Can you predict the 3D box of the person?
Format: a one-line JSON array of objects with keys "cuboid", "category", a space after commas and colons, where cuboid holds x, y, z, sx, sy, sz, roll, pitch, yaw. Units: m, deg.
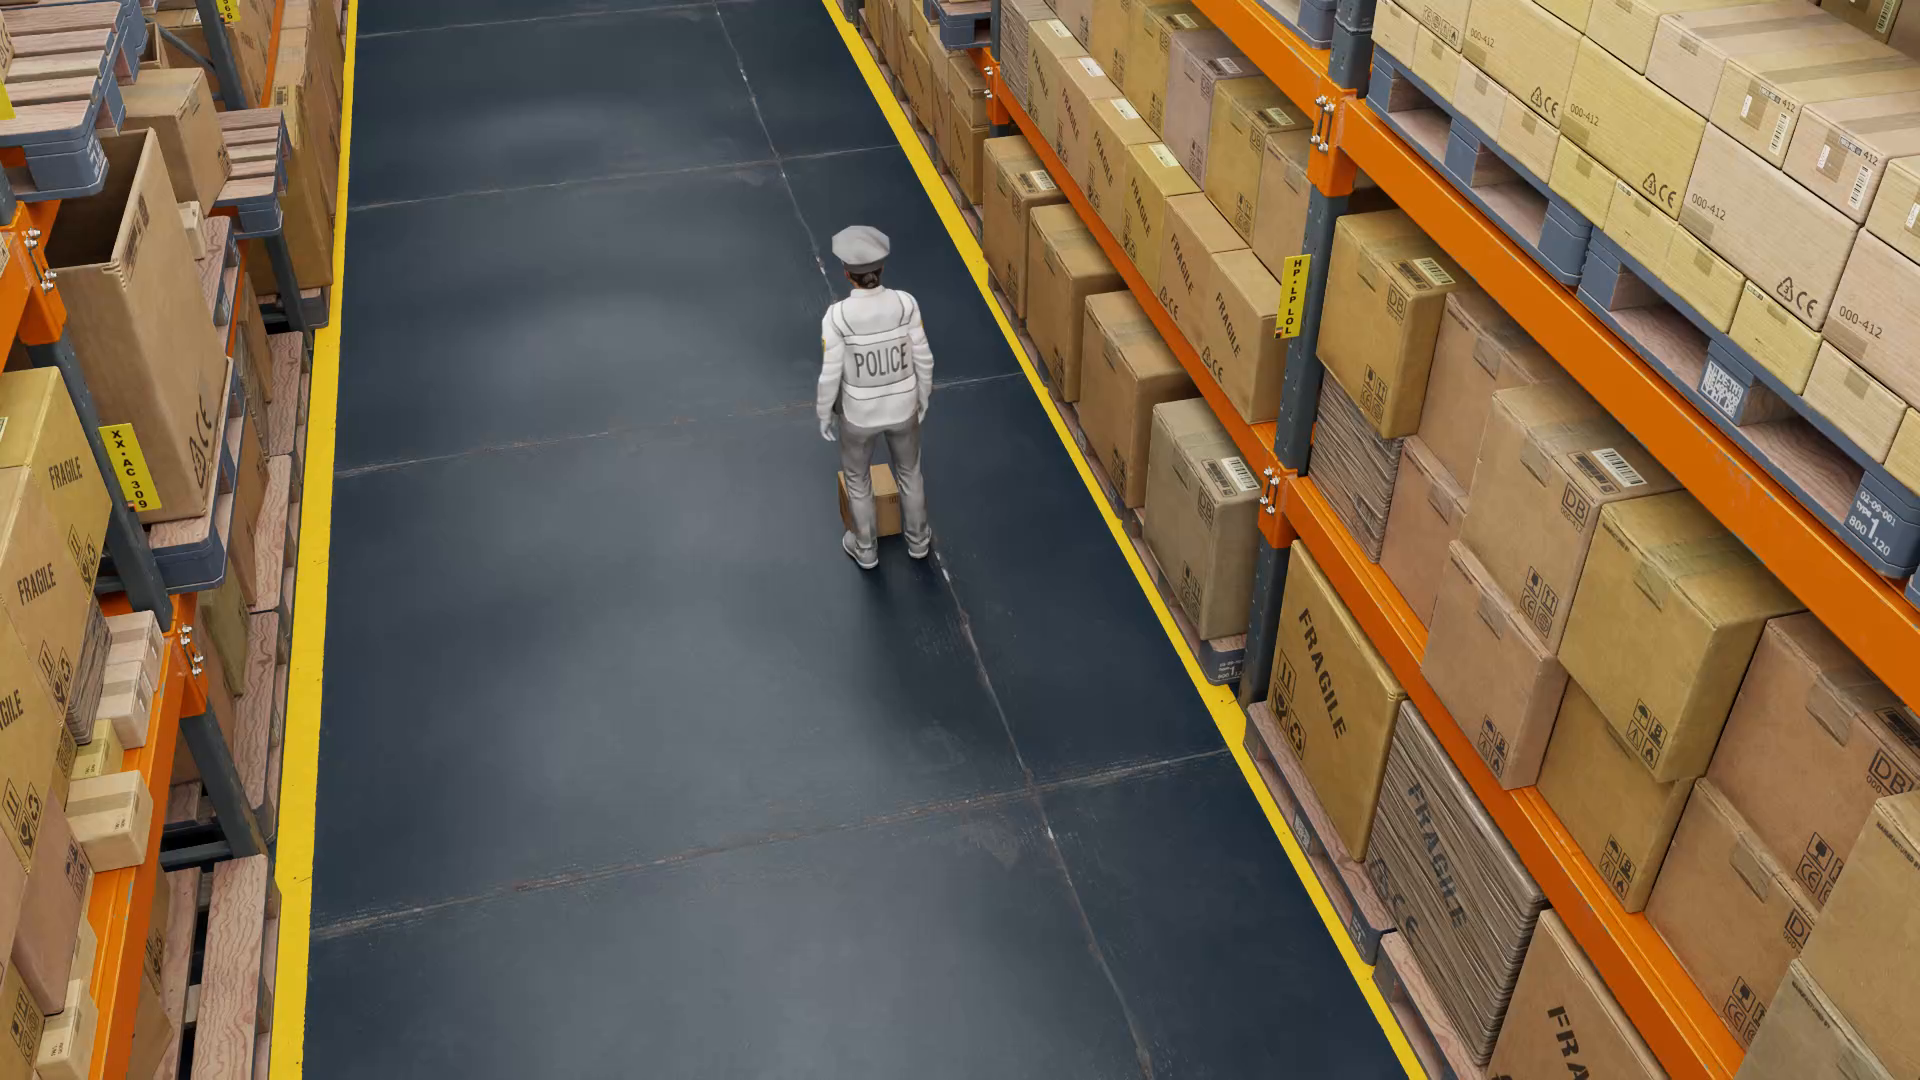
[{"cuboid": [-0.377, -0.592, 7.455, 0.547, 1.665, 0.373, -12, 40, -14], "category": "person"}]
